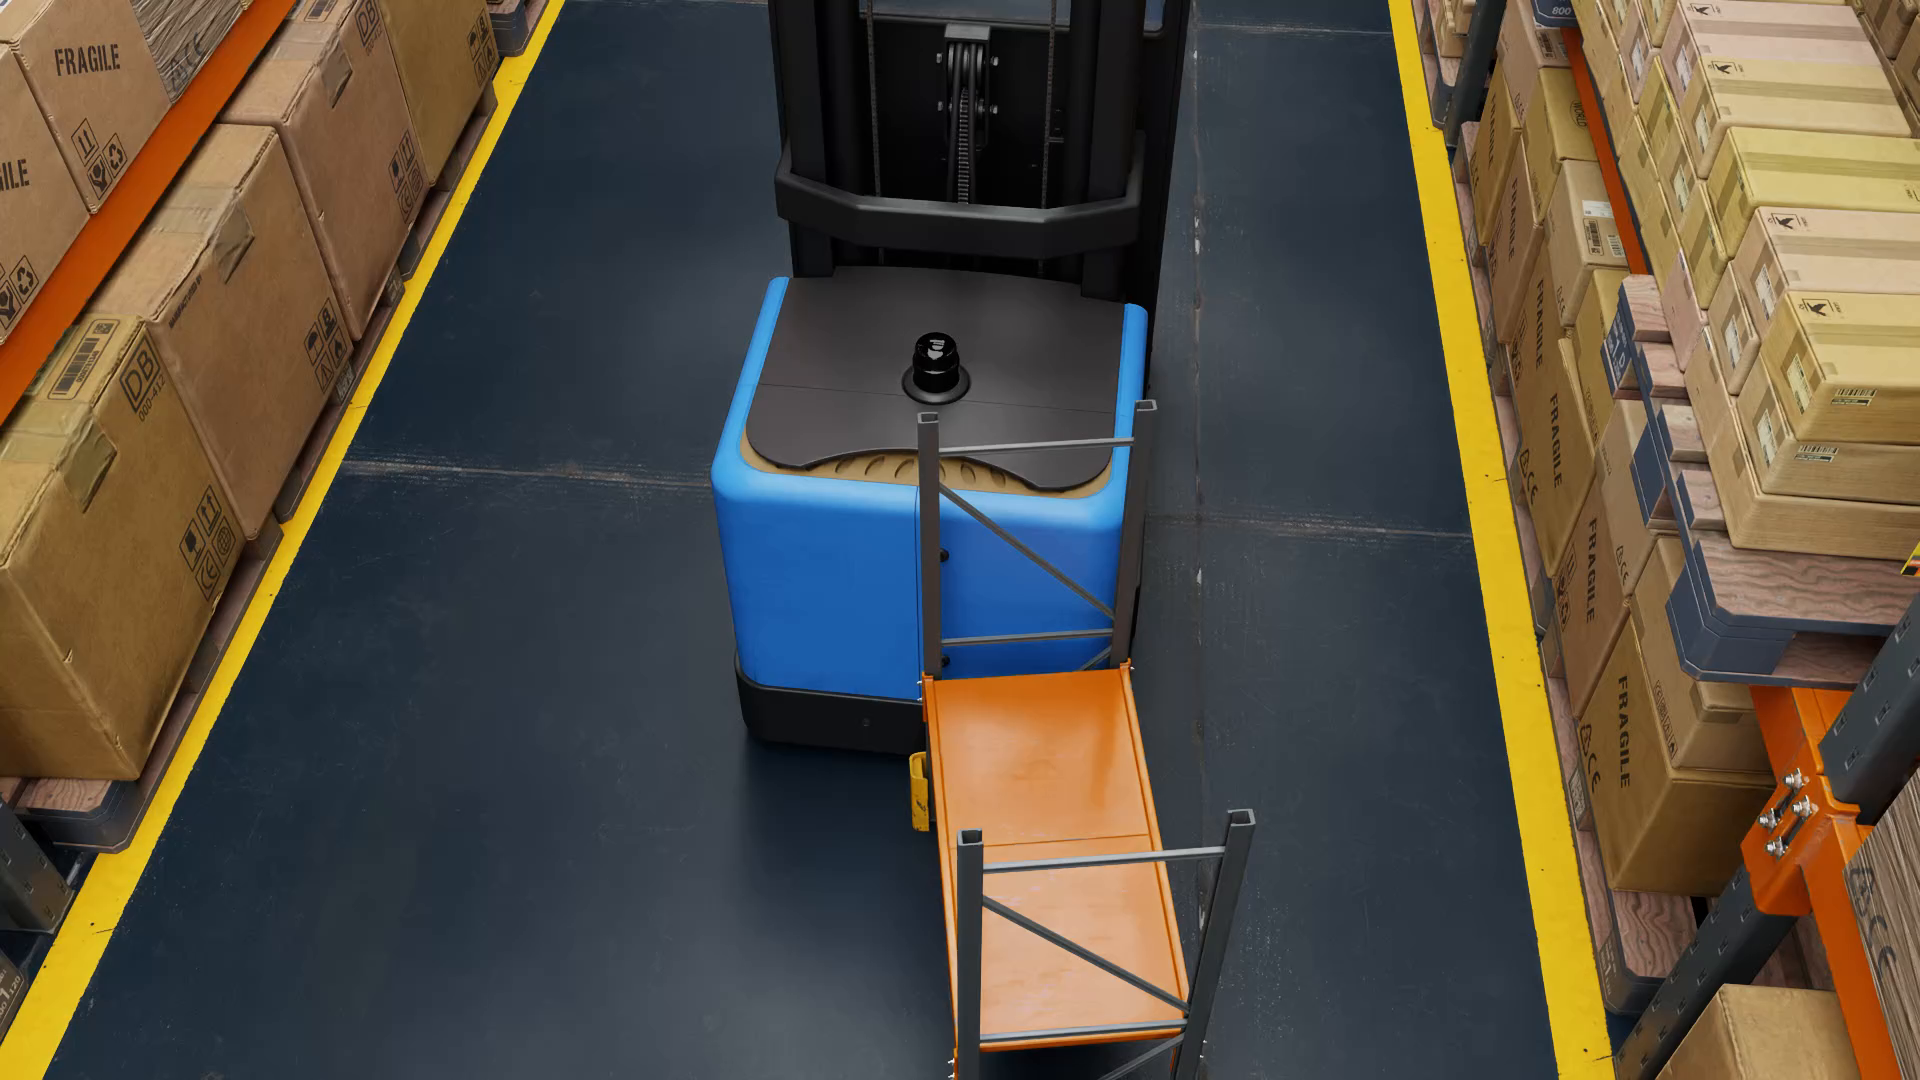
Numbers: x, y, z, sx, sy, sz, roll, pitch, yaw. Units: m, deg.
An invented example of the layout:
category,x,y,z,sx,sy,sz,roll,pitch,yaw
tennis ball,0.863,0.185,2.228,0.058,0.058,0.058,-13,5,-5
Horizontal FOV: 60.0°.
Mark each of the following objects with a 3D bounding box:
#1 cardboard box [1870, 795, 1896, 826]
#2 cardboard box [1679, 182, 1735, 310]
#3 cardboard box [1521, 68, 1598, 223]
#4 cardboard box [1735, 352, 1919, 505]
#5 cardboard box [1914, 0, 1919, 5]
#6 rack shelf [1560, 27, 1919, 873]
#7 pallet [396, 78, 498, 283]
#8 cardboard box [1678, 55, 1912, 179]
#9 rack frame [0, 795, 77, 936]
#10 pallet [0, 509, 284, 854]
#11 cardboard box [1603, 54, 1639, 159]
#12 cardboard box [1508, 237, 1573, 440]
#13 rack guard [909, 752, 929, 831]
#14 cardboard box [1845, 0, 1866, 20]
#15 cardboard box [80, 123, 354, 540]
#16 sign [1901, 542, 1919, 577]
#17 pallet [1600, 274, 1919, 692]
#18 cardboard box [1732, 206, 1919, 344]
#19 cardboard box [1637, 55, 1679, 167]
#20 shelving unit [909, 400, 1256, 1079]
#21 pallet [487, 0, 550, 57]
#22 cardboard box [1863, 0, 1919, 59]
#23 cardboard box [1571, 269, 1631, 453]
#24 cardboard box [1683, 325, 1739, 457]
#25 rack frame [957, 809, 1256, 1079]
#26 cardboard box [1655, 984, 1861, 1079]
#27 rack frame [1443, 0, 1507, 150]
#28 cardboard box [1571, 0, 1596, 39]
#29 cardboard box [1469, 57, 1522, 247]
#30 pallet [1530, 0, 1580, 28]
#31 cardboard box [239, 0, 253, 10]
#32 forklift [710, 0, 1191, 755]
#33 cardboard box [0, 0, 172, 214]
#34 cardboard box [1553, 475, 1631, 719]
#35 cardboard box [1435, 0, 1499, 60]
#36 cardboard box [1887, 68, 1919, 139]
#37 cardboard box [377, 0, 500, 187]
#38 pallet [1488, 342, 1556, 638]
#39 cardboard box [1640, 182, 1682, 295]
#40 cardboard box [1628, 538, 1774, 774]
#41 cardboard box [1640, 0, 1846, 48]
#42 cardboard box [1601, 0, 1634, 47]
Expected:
category,x,y,z,sx,sy,sz,roll,pitch,yaw
cardboard box,2.411,0.541,4.131,0.500,0.500,0.500,2,48,2
cardboard box,1.729,-0.599,3.449,0.380,0.149,0.250,5,48,4
cardboard box,2.081,-1.232,5.245,0.500,0.250,0.500,5,48,5
cardboard box,1.685,-0.209,3.092,0.380,0.149,0.250,5,48,4
cardboard box,2.473,-1.391,3.972,0.380,0.149,0.250,3,48,3
rack shelf,2.275,-0.885,4.514,1.077,0.370,4.000,4,48,4
pallet,-2.468,-1.492,6.471,1.003,0.211,1.213,4,48,4
cardboard box,1.751,-0.880,3.504,0.380,0.149,0.250,5,48,5
rack frame,-2.837,-0.066,3.277,1.000,3.000,0.127,4,48,4
pallet,-2.690,0.301,4.832,1.003,0.211,1.213,4,48,4
cardboard box,1.802,-1.050,4.064,0.380,0.149,0.250,5,48,5
cardboard box,2.045,-0.595,5.171,0.500,0.500,0.500,5,48,4
rack guard,0.161,0.661,4.476,0.587,0.250,0.087,-3,48,-3
cardboard box,2.503,-1.391,4.376,0.380,0.149,0.250,6,48,5
cardboard box,-2.665,-0.651,4.968,1.225,0.875,0.875,4,48,4
sign,1.552,-0.051,2.533,0.100,0.325,0.005,4,48,4
pallet,2.052,-0.124,3.461,1.213,0.211,1.003,4,48,4
cardboard box,1.706,-0.491,3.149,0.380,0.149,0.250,3,48,3
cardboard box,1.777,-0.965,3.784,0.380,0.149,0.250,4,48,3
shelving unit,0.202,0.605,3.680,0.587,1.500,1.083,-3,48,-3
pallet,-2.325,-2.617,7.501,1.003,0.211,1.213,4,48,4
cardboard box,2.474,-1.302,4.092,0.380,0.149,0.250,5,48,5
cardboard box,1.991,-0.474,4.552,0.500,0.250,0.500,5,48,4
cardboard box,1.705,-0.291,3.369,0.380,0.149,0.250,4,48,3
rack frame,0.245,0.986,3.332,0.500,1.500,0.032,-3,48,-3
cardboard box,1.948,1.401,3.176,1.050,0.750,0.750,3,48,3
rack frame,2.458,-2.597,5.593,1.000,3.000,0.127,4,48,4
cardboard box,1.850,-1.436,4.416,0.380,0.149,0.250,3,48,3
cardboard box,2.126,-1.370,5.880,0.500,0.500,0.500,6,48,5
pallet,2.243,-1.981,5.159,1.003,0.211,1.213,4,48,4
cardboard box,-2.336,-1.929,4.914,0.500,0.500,0.500,3,48,3
forklift,0.076,-1.451,4.590,1.130,2.935,3.031,5,48,5
cardboard box,-2.434,-1.194,4.242,0.500,0.500,0.500,3,48,3
cardboard box,1.944,0.162,4.479,0.500,0.500,0.500,6,48,5
cardboard box,2.154,-2.088,6.774,0.380,0.149,0.250,4,48,4
cardboard box,2.454,-1.004,4.022,0.380,0.149,0.250,4,48,4
cardboard box,-2.511,-1.958,6.163,1.225,0.875,0.875,4,48,4
pallet,2.279,-0.185,5.276,1.003,0.211,1.213,4,48,4
cardboard box,1.754,-0.663,3.709,0.380,0.149,0.250,3,48,3
cardboard box,1.894,0.271,3.871,0.500,0.250,0.500,3,48,3
cardboard box,1.801,-1.257,3.849,0.380,0.149,0.250,6,48,5
cardboard box,1.823,-1.347,4.133,0.380,0.149,0.250,3,48,3
